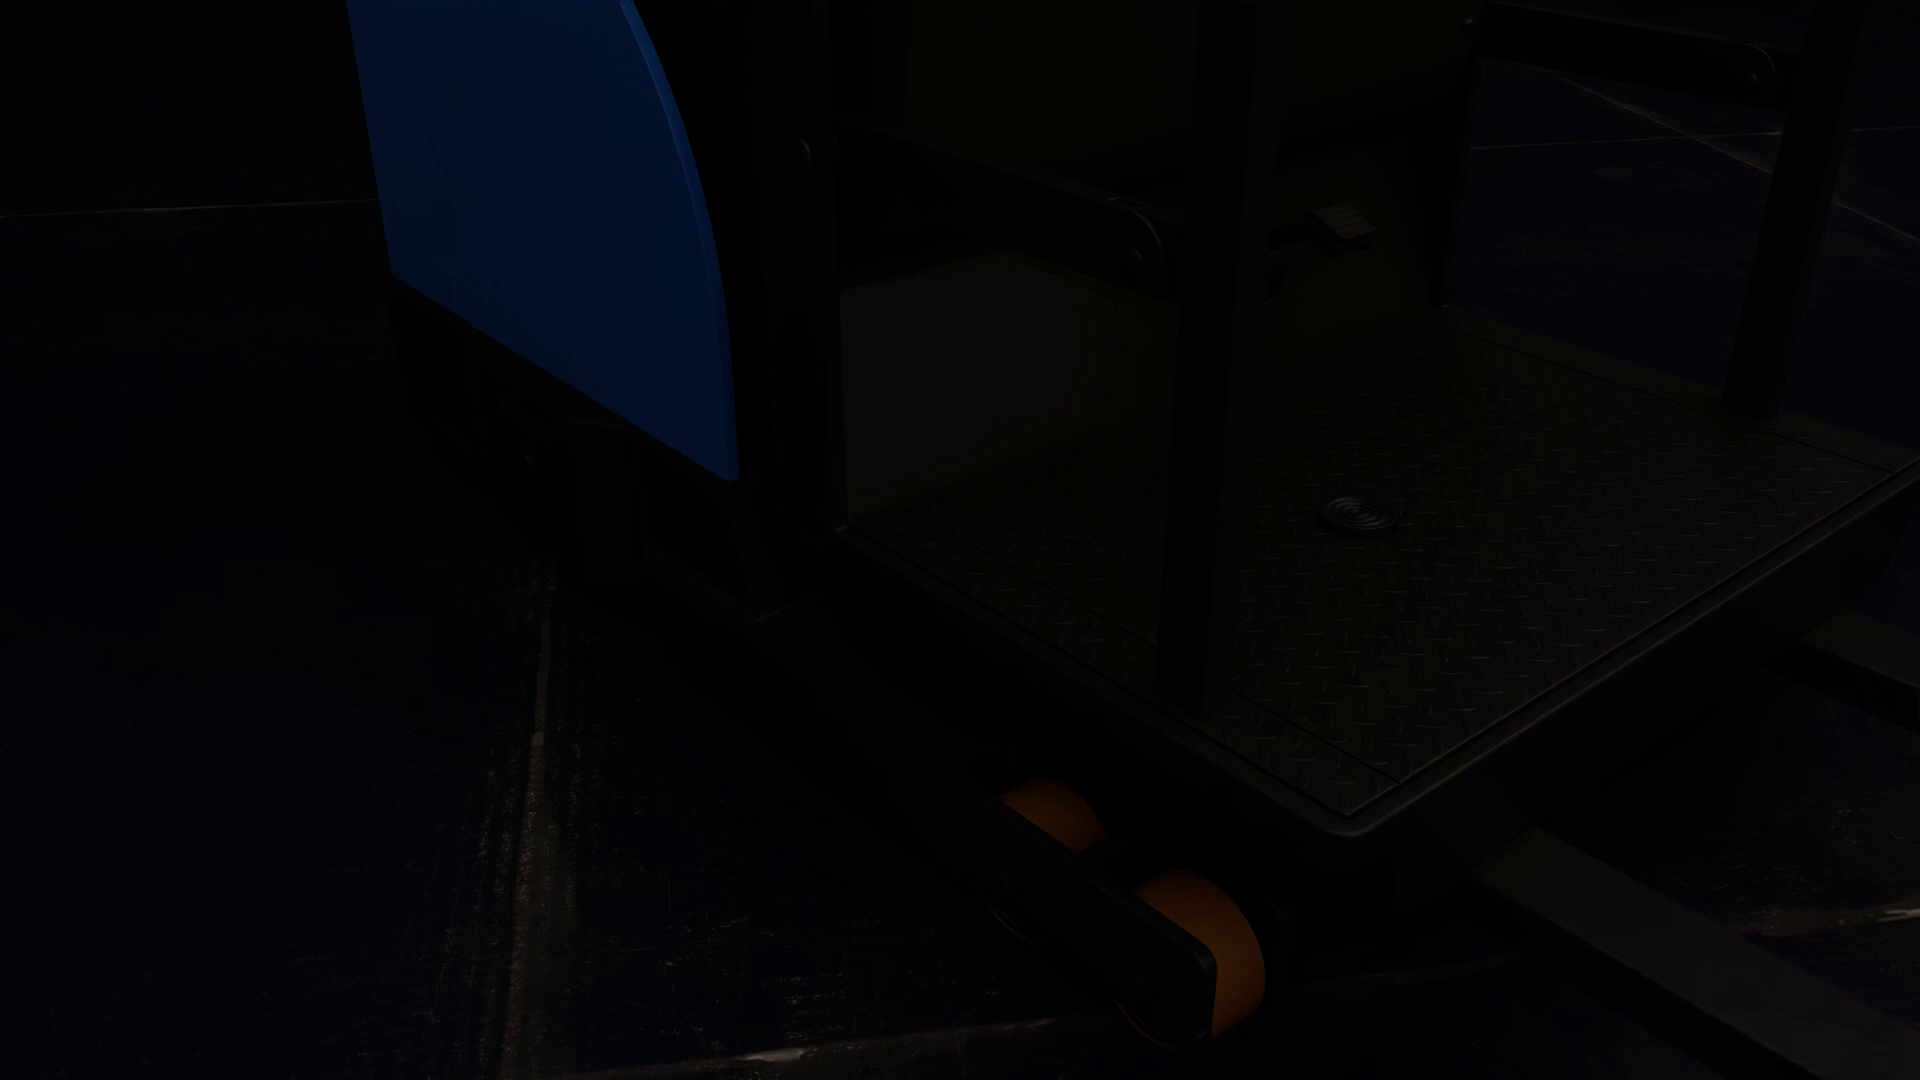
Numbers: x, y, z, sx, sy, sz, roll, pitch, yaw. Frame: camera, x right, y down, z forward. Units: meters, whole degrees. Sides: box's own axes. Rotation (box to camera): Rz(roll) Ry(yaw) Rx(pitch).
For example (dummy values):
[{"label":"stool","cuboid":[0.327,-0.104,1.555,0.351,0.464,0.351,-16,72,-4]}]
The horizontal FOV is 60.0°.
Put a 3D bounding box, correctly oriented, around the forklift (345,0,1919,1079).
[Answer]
[{"label":"forklift","cuboid":[0.410,-1.078,1.404,1.130,2.935,3.031,-21,35,-35]}]
